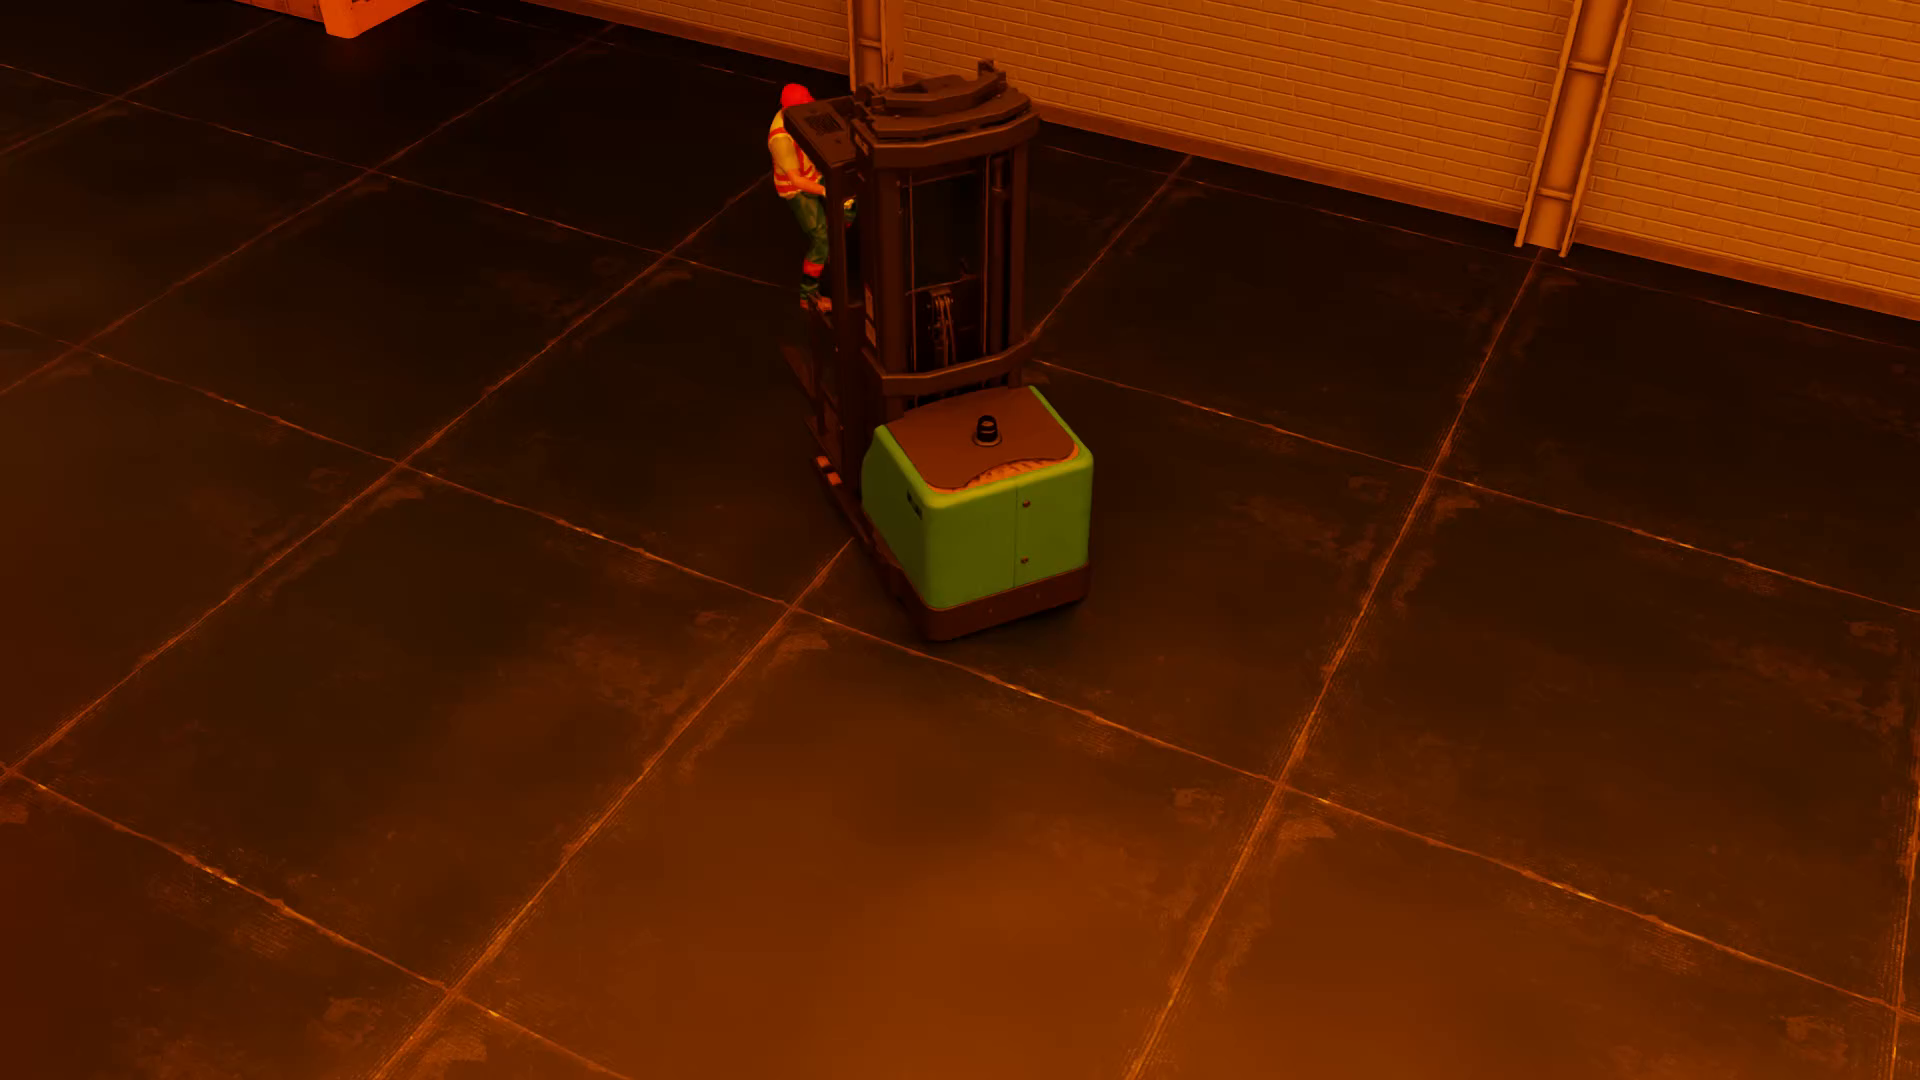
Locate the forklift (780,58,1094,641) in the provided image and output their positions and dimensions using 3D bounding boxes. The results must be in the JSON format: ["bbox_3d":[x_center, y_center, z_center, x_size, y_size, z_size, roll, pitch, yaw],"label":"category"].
[{"bbox_3d":[-0.314,-1.494,9.760,1.130,2.935,3.031,-16,43,-18],"label":"forklift"}]

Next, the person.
[{"bbox_3d":[-0.986,-2.585,12.095,0.749,1.599,0.910,12,42,14],"label":"person"}]
